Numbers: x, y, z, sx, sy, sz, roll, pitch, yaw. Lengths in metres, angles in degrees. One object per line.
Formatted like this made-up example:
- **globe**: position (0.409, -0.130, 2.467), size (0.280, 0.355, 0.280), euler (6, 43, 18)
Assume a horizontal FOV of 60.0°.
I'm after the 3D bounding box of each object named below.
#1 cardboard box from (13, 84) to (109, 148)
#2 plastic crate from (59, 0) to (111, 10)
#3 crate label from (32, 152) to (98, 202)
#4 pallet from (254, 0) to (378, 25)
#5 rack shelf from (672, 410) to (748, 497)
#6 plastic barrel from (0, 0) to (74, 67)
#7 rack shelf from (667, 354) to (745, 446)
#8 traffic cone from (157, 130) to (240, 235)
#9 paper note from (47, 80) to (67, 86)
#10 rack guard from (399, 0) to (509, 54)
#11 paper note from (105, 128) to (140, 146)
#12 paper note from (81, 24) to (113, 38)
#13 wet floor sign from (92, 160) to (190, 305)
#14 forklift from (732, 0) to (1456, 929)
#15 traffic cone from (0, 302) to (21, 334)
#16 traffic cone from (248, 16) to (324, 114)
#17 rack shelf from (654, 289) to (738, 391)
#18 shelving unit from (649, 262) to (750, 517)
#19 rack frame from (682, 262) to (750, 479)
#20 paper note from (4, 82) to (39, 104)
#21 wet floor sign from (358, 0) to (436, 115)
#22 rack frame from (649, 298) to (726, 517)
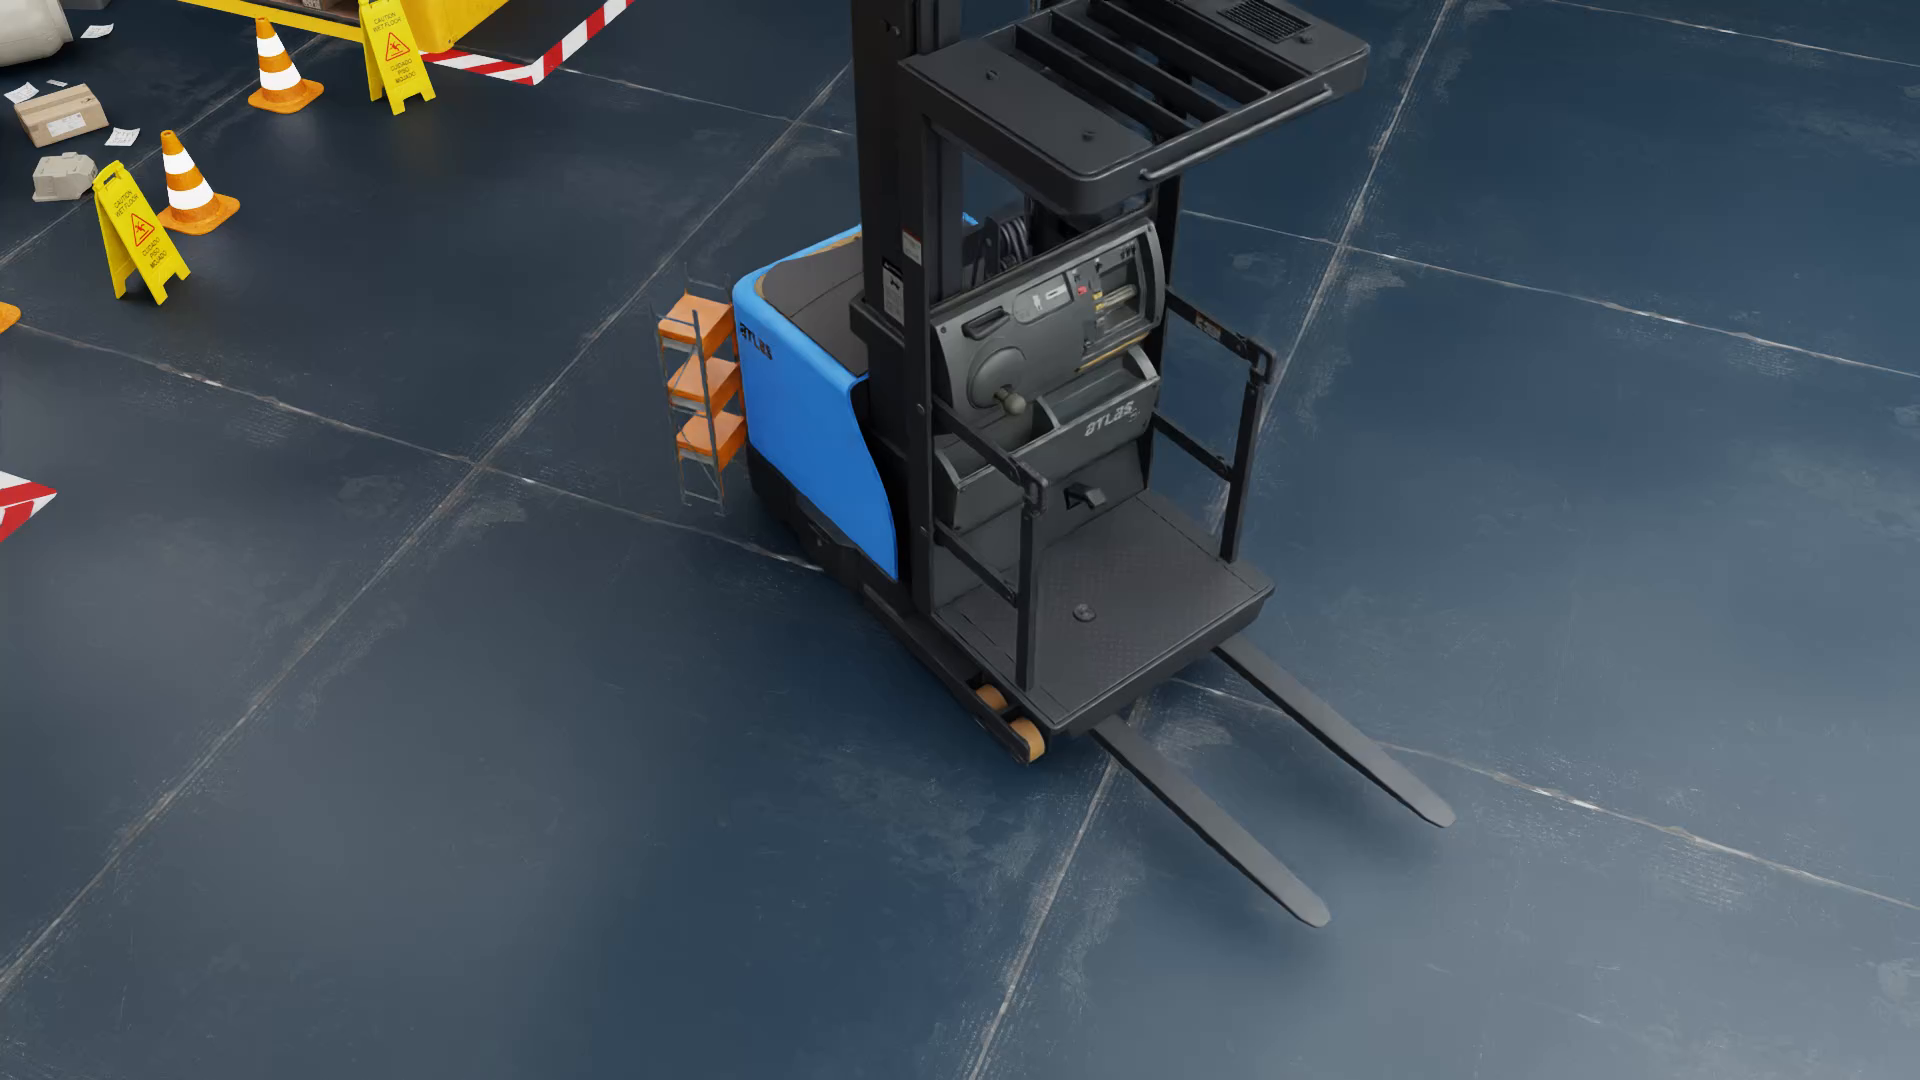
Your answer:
- **cardboard box**: position (-4.830, -2.282, 8.938), size (0.380, 0.149, 0.250), euler (-28, 51, -25)
- **plastic crate**: position (-5.402, -3.343, 10.053), size (0.583, 0.080, 0.402), euler (2, 45, 2)
- **crate label**: position (-4.600, -1.872, 8.535), size (0.298, 0.136, 0.250), euler (-5, 45, -5)
- **pallet**: position (-3.650, -3.528, 10.146), size (1.213, 0.211, 1.003), euler (16, 47, 16)
- **rack shelf**: position (-1.012, -0.371, 6.788), size (0.215, 0.259, 0.240), euler (17, 47, 16)
- **plastic barrel**: position (-5.333, -2.914, 9.379), size (0.512, 0.421, 0.421), euler (-20, 48, -19)
- **rack shelf**: position (-1.012, -0.568, 6.592), size (0.215, 0.259, 0.240), euler (17, 47, 16)
- **traffic cone**: position (-3.851, -1.815, 8.246), size (0.334, 0.463, 0.336), euler (16, 47, 16)
- **paper note**: position (-5.059, -2.560, 9.316), size (0.123, 0.001, 0.032), euler (16, 47, 16)
- **rack guard**: position (-2.914, -3.386, 9.799), size (0.348, 0.500, 1.175), euler (16, 47, 16)
- **paper note**: position (-4.482, -2.160, 8.900), size (0.142, 0.019, 0.148), euler (2, 45, 2)
- **paper note**: position (-5.044, -2.980, 9.723), size (0.148, 0.019, 0.142), euler (2, 45, 2)
- **wet floor sign**: position (-3.867, -1.449, 7.748), size (0.232, 0.644, 0.267), euler (9, 46, 9)
- **forklift**: position (0.442, -0.644, 5.319), size (1.130, 2.935, 3.031), euler (-29, 52, -26)
- **traffic cone**: position (-4.600, -1.171, 7.599), size (0.334, 0.463, 0.336), euler (16, 47, 16)
- **traffic cone**: position (-3.737, -2.630, 9.065), size (0.334, 0.463, 0.336), euler (16, 47, 16)
- **rack shelf**: position (-1.012, -0.770, 6.392), size (0.215, 0.259, 0.240), euler (17, 47, 16)
- **shelving unit**: position (-1.012, -0.576, 6.584), size (0.215, 1.050, 0.252), euler (17, 47, 16)
- **rack frame**: position (-0.964, -0.655, 6.664), size (0.200, 1.050, 0.008), euler (17, 47, 16)
- **paper note**: position (-5.209, -2.485, 9.234), size (0.142, 0.019, 0.148), euler (33, 54, 29)
- **wet floor sign**: position (-3.080, -2.669, 8.975), size (0.232, 0.644, 0.267), euler (33, 54, 29)
- **rack frame**: position (-1.059, -0.497, 6.505), size (0.200, 1.050, 0.008), euler (17, 47, 16)
